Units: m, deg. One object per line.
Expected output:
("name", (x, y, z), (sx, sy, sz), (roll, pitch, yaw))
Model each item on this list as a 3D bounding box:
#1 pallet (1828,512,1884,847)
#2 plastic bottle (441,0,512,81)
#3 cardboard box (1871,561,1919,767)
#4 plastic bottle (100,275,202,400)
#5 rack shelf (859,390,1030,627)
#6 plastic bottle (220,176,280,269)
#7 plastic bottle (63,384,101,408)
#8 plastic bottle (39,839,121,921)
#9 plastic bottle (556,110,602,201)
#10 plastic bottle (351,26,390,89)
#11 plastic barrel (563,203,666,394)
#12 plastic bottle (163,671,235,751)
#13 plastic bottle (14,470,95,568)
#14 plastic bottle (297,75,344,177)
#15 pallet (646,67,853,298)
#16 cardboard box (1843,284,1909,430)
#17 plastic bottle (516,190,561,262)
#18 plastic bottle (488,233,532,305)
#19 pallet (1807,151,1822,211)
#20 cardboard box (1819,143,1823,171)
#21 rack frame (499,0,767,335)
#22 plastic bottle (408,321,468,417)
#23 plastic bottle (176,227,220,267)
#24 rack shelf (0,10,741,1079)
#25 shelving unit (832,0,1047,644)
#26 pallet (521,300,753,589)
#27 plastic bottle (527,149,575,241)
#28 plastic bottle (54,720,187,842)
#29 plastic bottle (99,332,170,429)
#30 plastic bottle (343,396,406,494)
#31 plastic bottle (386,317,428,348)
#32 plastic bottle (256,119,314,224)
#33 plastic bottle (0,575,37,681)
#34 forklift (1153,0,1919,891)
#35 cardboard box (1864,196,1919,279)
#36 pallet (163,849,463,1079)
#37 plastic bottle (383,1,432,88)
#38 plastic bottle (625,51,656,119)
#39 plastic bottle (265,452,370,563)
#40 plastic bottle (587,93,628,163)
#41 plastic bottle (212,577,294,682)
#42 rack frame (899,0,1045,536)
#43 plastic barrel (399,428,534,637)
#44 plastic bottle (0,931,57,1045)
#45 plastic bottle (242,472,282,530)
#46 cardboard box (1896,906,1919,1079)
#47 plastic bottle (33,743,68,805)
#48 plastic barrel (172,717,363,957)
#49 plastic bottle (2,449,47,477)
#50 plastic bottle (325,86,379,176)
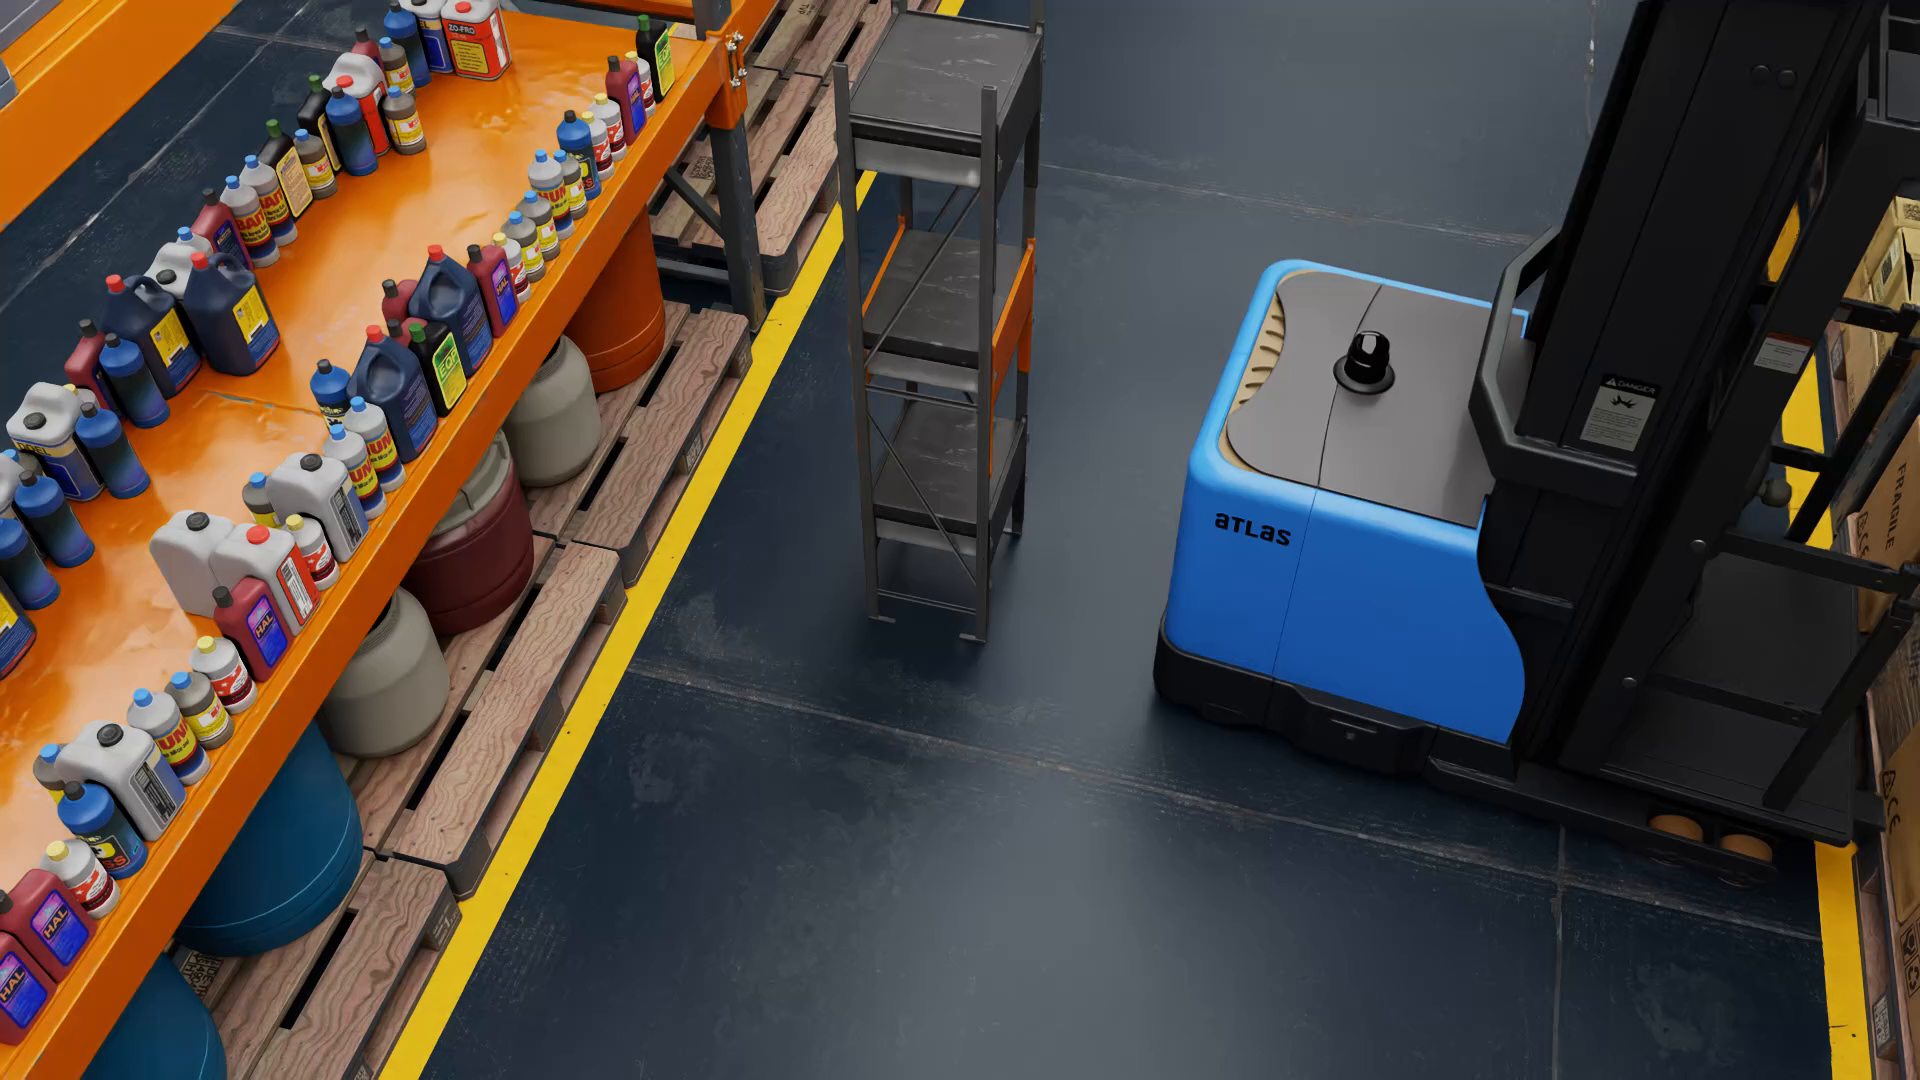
("pallet", (3.290, 0.505, 5.164), (1.003, 0.211, 1.213), (12, 50, 10))
("plastic bottle", (-1.534, -1.610, 5.253), (0.152, 0.276, 0.135), (12, 50, 10))
("cardboard box", (2.995, 0.384, 4.784), (0.500, 0.500, 0.500), (10, 49, 9))
("plastic bottle", (-2.092, -0.547, 4.265), (0.144, 0.351, 0.185), (12, 50, 10))
("rack shelf", (-0.044, -0.103, 5.392), (0.431, 0.518, 0.480), (12, 50, 10))
("plastic bottle", (-1.981, -0.892, 4.622), (0.097, 0.271, 0.097), (0, 49, 0))
("plastic bottle", (-2.187, -0.304, 4.150), (0.097, 0.201, 0.097), (0, 49, 0))
("plastic bottle", (-1.752, 0.664, 3.296), (0.097, 0.201, 0.097), (0, 49, 0))
("plastic bottle", (-1.110, -1.124, 4.827), (0.097, 0.271, 0.097), (0, 49, 0))
("plastic bottle", (-1.811, -1.414, 5.075), (0.061, 0.283, 0.133), (12, 50, 10))
("plastic barrel", (-1.368, -0.994, 5.794), (0.600, 0.830, 0.708), (12, 50, 10))
("plastic bottle", (-1.640, 0.355, 3.568), (0.097, 0.201, 0.097), (0, 49, 0))
("plastic bottle", (-2.127, -0.059, 3.887), (0.097, 0.271, 0.097), (0, 49, 0))
("plastic bottle", (-1.882, -1.220, 4.904), (0.061, 0.283, 0.133), (12, 50, 10))
("pallet", (-1.014, -1.561, 6.987), (1.003, 0.211, 1.213), (12, 50, 10))
("cardboard box", (3.426, -0.608, 5.840), (0.500, 0.250, 0.500), (13, 50, 11))
("plastic bottle", (-1.187, -0.889, 4.667), (0.097, 0.201, 0.097), (0, 49, 0))
("plastic bottle", (-1.238, -0.748, 4.542), (0.097, 0.201, 0.097), (0, 49, 0))
("pallet", (4.100, -1.495, 6.929), (1.003, 0.211, 1.213), (12, 50, 10))
("cardboard box", (3.826, -1.718, 6.819), (0.500, 0.250, 0.500), (12, 50, 11))
("rack frame", (-1.255, -1.931, 5.453), (1.000, 3.000, 0.127), (12, 50, 10))
("plastic bottle", (-1.335, -0.458, 4.232), (0.061, 0.283, 0.133), (12, 50, 10))
("plastic bottle", (-2.042, -0.725, 4.475), (0.097, 0.271, 0.097), (0, 49, 0))
("rack shelf", (-1.782, -0.246, 4.446), (1.077, 0.370, 4.000), (12, 50, 10))
("shelving unit", (-0.044, -0.575, 4.857), (0.431, 2.100, 0.503), (12, 50, 10))
("pallet", (-1.422, -0.429, 5.988), (1.003, 0.211, 1.213), (12, 50, 10))
("plastic bottle", (-1.161, -0.983, 4.703), (0.097, 0.271, 0.097), (0, 49, 0))
("plastic bottle", (-1.722, 0.479, 3.409), (0.152, 0.276, 0.135), (12, 50, 10))
("plastic bottle", (-2.093, -0.412, 4.198), (0.097, 0.271, 0.097), (0, 49, 0))
("plastic bottle", (-1.431, -0.241, 4.048), (0.097, 0.271, 0.097), (0, 49, 0))
("plastic bottle", (-1.393, -0.470, 4.242), (0.061, 0.283, 0.133), (12, 50, 10))
("plastic bottle", (-1.943, -1.053, 4.757), (0.061, 0.283, 0.133), (12, 50, 10))
("plastic bottle", (-2.194, 0.144, 3.655), (0.144, 0.351, 0.185), (12, 50, 10))
("forklift", (2.184, -0.412, 4.159), (3.031, 2.935, 1.130), (16, 50, 13))
("cardboard box", (3.553, -1.170, 5.962), (0.500, 0.311, 0.500), (11, 49, 9))
("pallet", (-2.065, 1.335, 4.431), (1.003, 0.211, 1.213), (12, 50, 10))
("plastic bottle", (-1.738, -1.560, 5.212), (0.097, 0.271, 0.097), (0, 49, 0))
("plastic bottle", (-0.998, -1.408, 5.125), (0.097, 0.201, 0.097), (0, 49, 0))
("plastic bottle", (-1.514, -0.093, 3.915), (0.152, 0.276, 0.135), (12, 50, 10))
("plastic bottle", (-1.059, -1.241, 4.977), (0.097, 0.201, 0.097), (0, 49, 0))
("plastic bottle", (-1.566, 0.178, 3.670), (0.061, 0.283, 0.133), (12, 50, 10))
("rack frame", (0.021, -0.752, 5.013), (0.400, 2.100, 0.015), (12, 50, 10))
("plastic barrel", (-1.665, -0.098, 5.164), (0.600, 0.588, 0.708), (12, 50, 10))
("plastic bottle", (-1.800, 0.820, 3.103), (0.061, 0.283, 0.133), (12, 50, 10))
("plastic bottle", (-1.639, -0.080, 3.952), (0.097, 0.201, 0.097), (0, 49, 0))
("cardboard box", (2.725, 1.124, 4.131), (0.500, 0.500, 0.500), (10, 49, 9))
("plastic bottle", (-1.848, 0.493, 3.447), (0.097, 0.201, 0.097), (0, 49, 0))
("plastic barrel", (-1.962, 0.616, 4.325), (0.600, 0.901, 0.708), (12, 50, 10))
("plastic bottle", (-2.248, -0.136, 4.002), (0.097, 0.201, 0.097), (0, 49, 0))
("plastic bottle", (-1.801, -1.214, 4.906), (0.097, 0.271, 0.097), (0, 49, 0))
